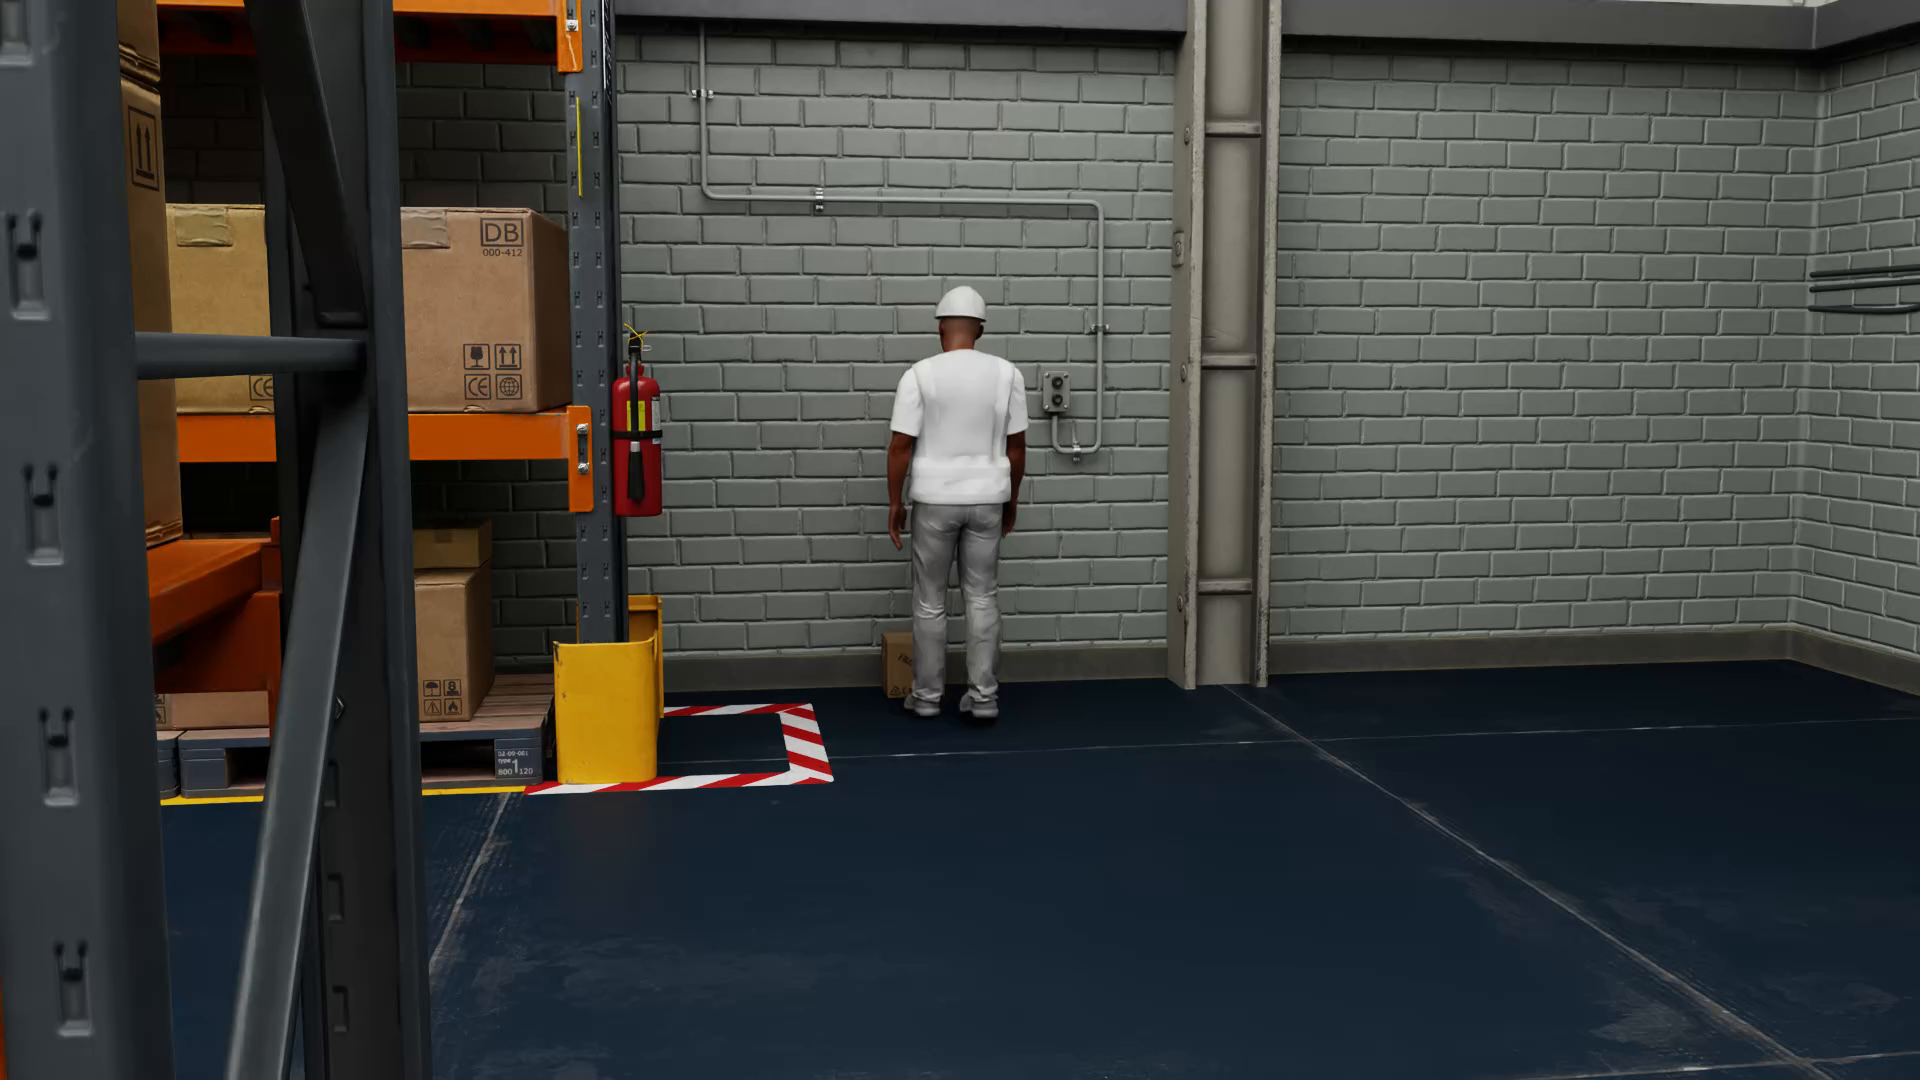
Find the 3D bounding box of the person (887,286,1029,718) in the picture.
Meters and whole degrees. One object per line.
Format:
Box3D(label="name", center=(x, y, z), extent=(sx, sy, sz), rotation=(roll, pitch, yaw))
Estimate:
Box3D(label="person", center=(-0.021, -0.149, 6.851), extent=(0.587, 1.773, 0.518), rotation=(-1, 7, -13))
